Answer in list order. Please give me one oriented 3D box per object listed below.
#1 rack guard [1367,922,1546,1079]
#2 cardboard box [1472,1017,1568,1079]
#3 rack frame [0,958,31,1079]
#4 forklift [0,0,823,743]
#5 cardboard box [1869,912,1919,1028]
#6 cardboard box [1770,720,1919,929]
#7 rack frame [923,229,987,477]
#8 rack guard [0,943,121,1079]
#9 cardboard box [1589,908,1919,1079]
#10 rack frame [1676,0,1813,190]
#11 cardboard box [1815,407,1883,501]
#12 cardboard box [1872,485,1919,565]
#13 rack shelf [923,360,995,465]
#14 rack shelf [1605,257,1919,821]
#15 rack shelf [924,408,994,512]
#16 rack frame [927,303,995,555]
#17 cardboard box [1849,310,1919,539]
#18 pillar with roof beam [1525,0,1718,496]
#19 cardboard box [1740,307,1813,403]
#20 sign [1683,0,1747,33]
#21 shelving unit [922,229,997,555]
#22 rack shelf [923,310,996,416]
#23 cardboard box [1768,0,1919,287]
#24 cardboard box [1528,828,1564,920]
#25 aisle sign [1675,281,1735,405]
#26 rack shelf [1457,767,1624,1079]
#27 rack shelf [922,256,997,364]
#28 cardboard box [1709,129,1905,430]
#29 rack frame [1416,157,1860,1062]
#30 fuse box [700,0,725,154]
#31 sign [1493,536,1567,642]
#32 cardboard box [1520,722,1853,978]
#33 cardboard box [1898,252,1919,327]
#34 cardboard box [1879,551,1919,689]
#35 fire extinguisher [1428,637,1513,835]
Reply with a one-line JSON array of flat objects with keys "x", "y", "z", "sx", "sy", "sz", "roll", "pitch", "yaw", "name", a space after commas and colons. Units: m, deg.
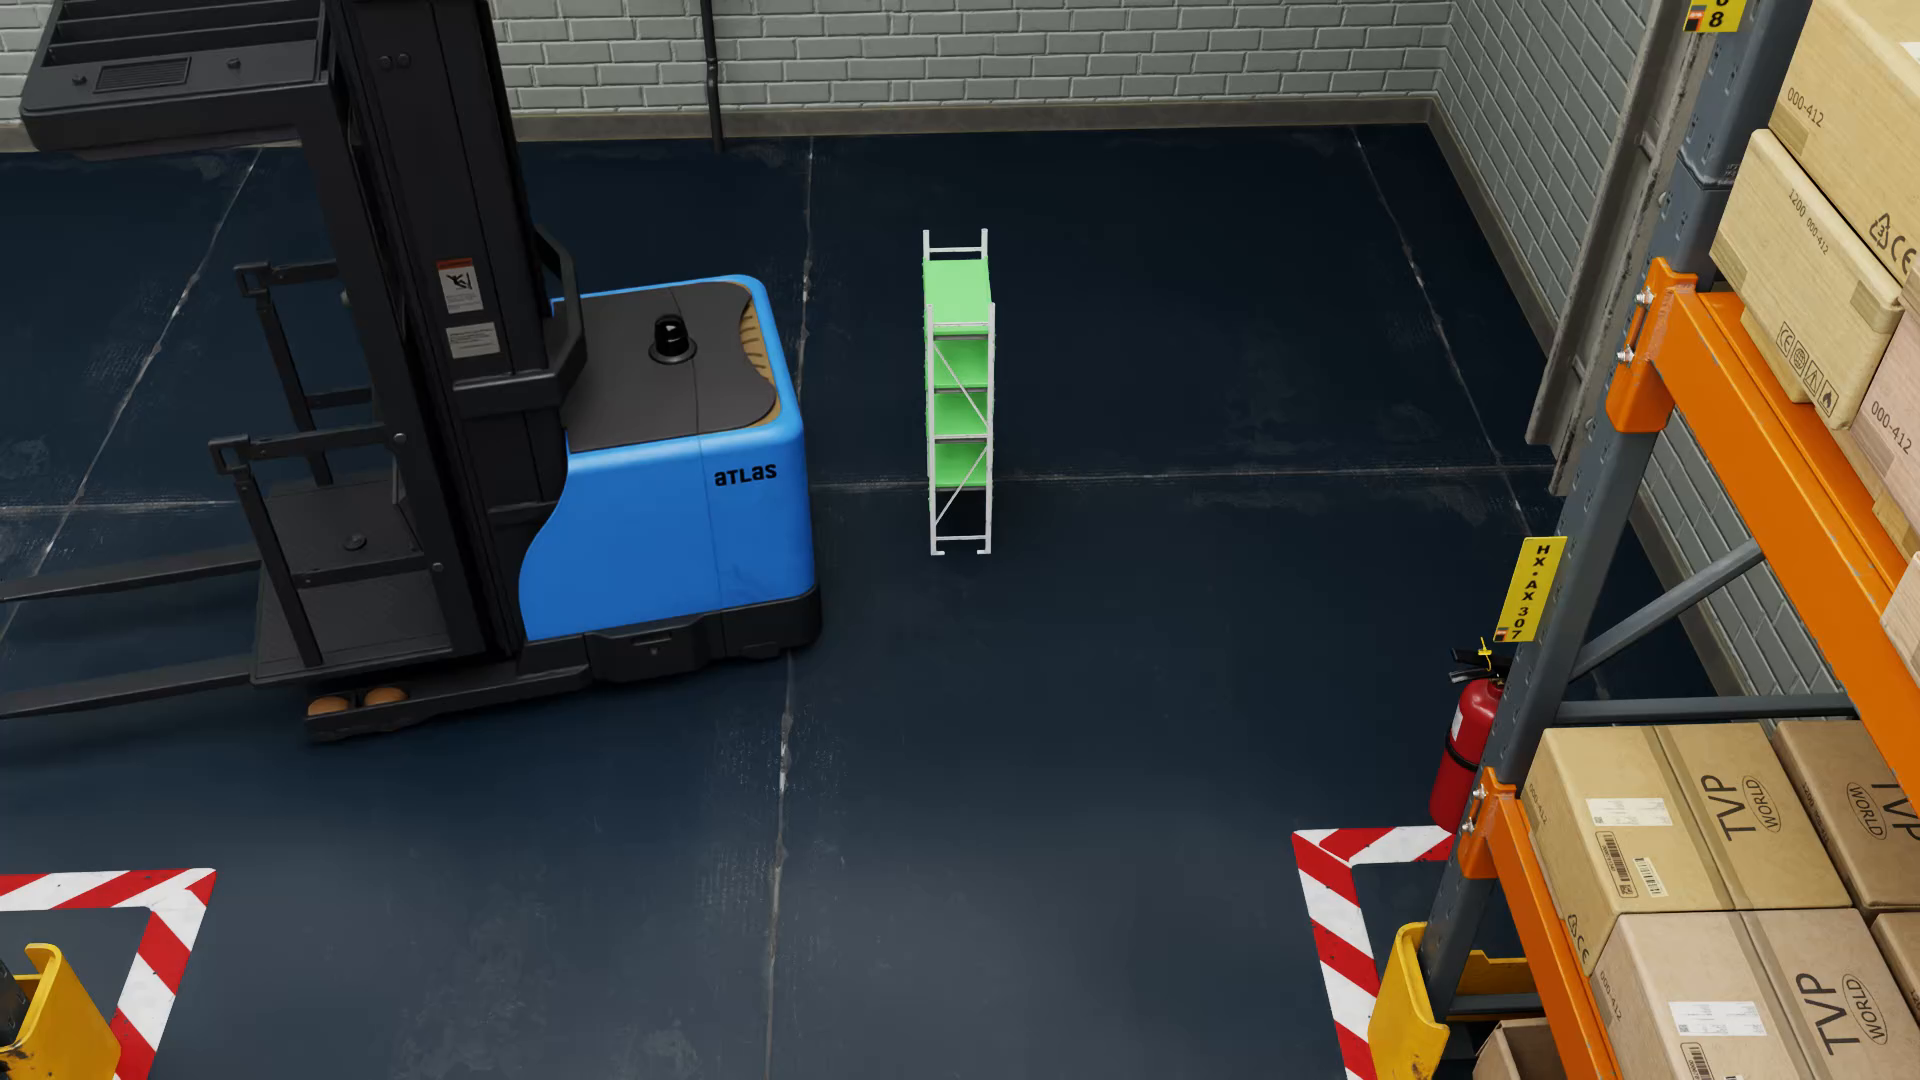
[{"x": 1.837, "y": 1.391, "z": 4.862, "sx": 1.175, "sy": 0.500, "sz": 0.348, "roll": -2, "pitch": 43, "yaw": -2, "name": "rack guard"}, {"x": 1.765, "y": 1.599, "z": 4.322, "sx": 0.797, "sy": 0.503, "sz": 0.637, "roll": -3, "pitch": 43, "yaw": -3, "name": "cardboard box"}, {"x": -3.125, "y": 0.563, "z": 3.916, "sx": 1.000, "sy": 3.000, "sz": 0.127, "roll": -2, "pitch": 43, "yaw": -2, "name": "rack frame"}, {"x": -2.092, "y": -0.755, "z": 5.404, "sx": 3.031, "sy": 2.935, "sz": 1.130, "roll": -9, "pitch": 43, "yaw": -10, "name": "forklift"}, {"x": 2.139, "y": 1.015, "z": 3.314, "sx": 0.500, "sy": 0.250, "sz": 0.500, "roll": -2, "pitch": 43, "yaw": -2, "name": "cardboard box"}, {"x": 2.118, "y": 0.667, "z": 3.693, "sx": 0.500, "sy": 0.250, "sz": 0.500, "roll": 0, "pitch": 43, "yaw": -1, "name": "cardboard box"}, {"x": -0.017, "y": -0.719, "z": 6.646, "sx": 0.240, "sy": 1.200, "sz": 0.015, "roll": -2, "pitch": 43, "yaw": -2, "name": "rack frame"}, {"x": -3.126, "y": 1.469, "z": 4.778, "sx": 1.175, "sy": 0.500, "sz": 0.348, "roll": -2, "pitch": 43, "yaw": -2, "name": "rack guard"}, {"x": 1.605, "y": 1.018, "z": 3.310, "sx": 0.500, "sy": 0.250, "sz": 0.500, "roll": -1, "pitch": 43, "yaw": -1, "name": "cardboard box"}, {"x": 1.834, "y": -1.793, "z": 2.047, "sx": 1.000, "sy": 3.000, "sz": 0.127, "roll": -2, "pitch": 43, "yaw": -2, "name": "rack frame"}, {"x": 1.652, "y": -0.197, "z": 2.711, "sx": 0.380, "sy": 0.149, "sz": 0.250, "roll": -1, "pitch": 43, "yaw": -1, "name": "cardboard box"}, {"x": 1.646, "y": -0.023, "z": 2.521, "sx": 0.380, "sy": 0.149, "sz": 0.250, "roll": -1, "pitch": 43, "yaw": -2, "name": "cardboard box"}, {"x": -0.007, "y": -0.507, "z": 6.510, "sx": 0.258, "sy": 0.148, "sz": 0.480, "roll": -2, "pitch": 43, "yaw": -2, "name": "rack shelf"}, {"x": 1.919, "y": 0.928, "z": 1.830, "sx": 1.077, "sy": 0.370, "sz": 4.000, "roll": -2, "pitch": 43, "yaw": -2, "name": "rack shelf"}, {"x": -0.007, "y": -0.330, "z": 6.672, "sx": 0.258, "sy": 0.148, "sz": 0.480, "roll": -2, "pitch": 43, "yaw": -2, "name": "rack shelf"}, {"x": 0.003, "y": -0.389, "z": 6.287, "sx": 0.240, "sy": 1.200, "sz": 0.015, "roll": -2, "pitch": 43, "yaw": -2, "name": "rack frame"}, {"x": 1.622, "y": -0.092, "z": 2.301, "sx": 0.500, "sy": 0.250, "sz": 0.500, "roll": -1, "pitch": 43, "yaw": -1, "name": "cardboard box"}, {"x": -1.682, "y": -3.516, "z": 3.926, "sx": 9.100, "sy": 9.000, "sz": 0.400, "roll": -2, "pitch": 43, "yaw": -2, "name": "pillar with roof beam"}, {"x": 1.615, "y": -0.373, "z": 2.903, "sx": 0.380, "sy": 0.149, "sz": 0.250, "roll": -1, "pitch": 43, "yaw": -1, "name": "cardboard box"}, {"x": 1.291, "y": -0.994, "z": 2.748, "sx": 0.100, "sy": 0.325, "sz": 0.005, "roll": -2, "pitch": 43, "yaw": -2, "name": "sign"}, {"x": -0.007, "y": -0.554, "z": 6.467, "sx": 0.258, "sy": 1.200, "sz": 0.503, "roll": -2, "pitch": 43, "yaw": -2, "name": "shelving unit"}, {"x": -0.007, "y": -0.684, "z": 6.348, "sx": 0.258, "sy": 0.148, "sz": 0.480, "roll": -2, "pitch": 43, "yaw": -2, "name": "rack shelf"}, {"x": 1.602, "y": -0.619, "z": 2.507, "sx": 0.500, "sy": 0.250, "sz": 0.500, "roll": -2, "pitch": 43, "yaw": -2, "name": "cardboard box"}, {"x": 1.573, "y": 0.741, "z": 3.908, "sx": 0.380, "sy": 0.149, "sz": 0.250, "roll": -2, "pitch": 43, "yaw": -2, "name": "cardboard box"}, {"x": 1.537, "y": -0.578, "z": 3.236, "sx": 0.394, "sy": 0.787, "sz": 0.004, "roll": -2, "pitch": 43, "yaw": -2, "name": "aisle sign"}, {"x": 1.919, "y": 2.034, "z": 2.844, "sx": 1.077, "sy": 0.370, "sz": 4.000, "roll": -2, "pitch": 43, "yaw": -2, "name": "rack shelf"}, {"x": -0.007, "y": -0.861, "z": 6.185, "sx": 0.258, "sy": 0.148, "sz": 0.480, "roll": -2, "pitch": 43, "yaw": -2, "name": "rack shelf"}, {"x": 1.579, "y": -0.434, "z": 2.675, "sx": 0.500, "sy": 0.250, "sz": 0.500, "roll": -2, "pitch": 43, "yaw": -2, "name": "cardboard box"}, {"x": 1.834, "y": 0.418, "z": 4.074, "sx": 1.000, "sy": 3.000, "sz": 0.127, "roll": -2, "pitch": 43, "yaw": -2, "name": "rack frame"}, {"x": -1.283, "y": -2.730, "z": 8.461, "sx": 0.539, "sy": 1.711, "sz": 0.414, "roll": -2, "pitch": 43, "yaw": -2, "name": "fuse box"}, {"x": 1.291, "y": 0.115, "z": 3.764, "sx": 0.100, "sy": 0.325, "sz": 0.005, "roll": -2, "pitch": 43, "yaw": -2, "name": "sign"}, {"x": 1.584, "y": 0.678, "z": 3.681, "sx": 0.500, "sy": 0.250, "sz": 0.500, "roll": -1, "pitch": 43, "yaw": -2, "name": "cardboard box"}, {"x": 1.604, "y": -0.275, "z": 2.132, "sx": 0.500, "sy": 0.250, "sz": 0.500, "roll": -2, "pitch": 43, "yaw": -2, "name": "cardboard box"}, {"x": 1.554, "y": 0.148, "z": 2.334, "sx": 0.380, "sy": 0.149, "sz": 0.250, "roll": -1, "pitch": 43, "yaw": -1, "name": "cardboard box"}, {"x": 1.366, "y": 0.498, "z": 4.320, "sx": 0.296, "sy": 0.674, "sz": 0.183, "roll": -2, "pitch": 43, "yaw": -2, "name": "fire extinguisher"}]
